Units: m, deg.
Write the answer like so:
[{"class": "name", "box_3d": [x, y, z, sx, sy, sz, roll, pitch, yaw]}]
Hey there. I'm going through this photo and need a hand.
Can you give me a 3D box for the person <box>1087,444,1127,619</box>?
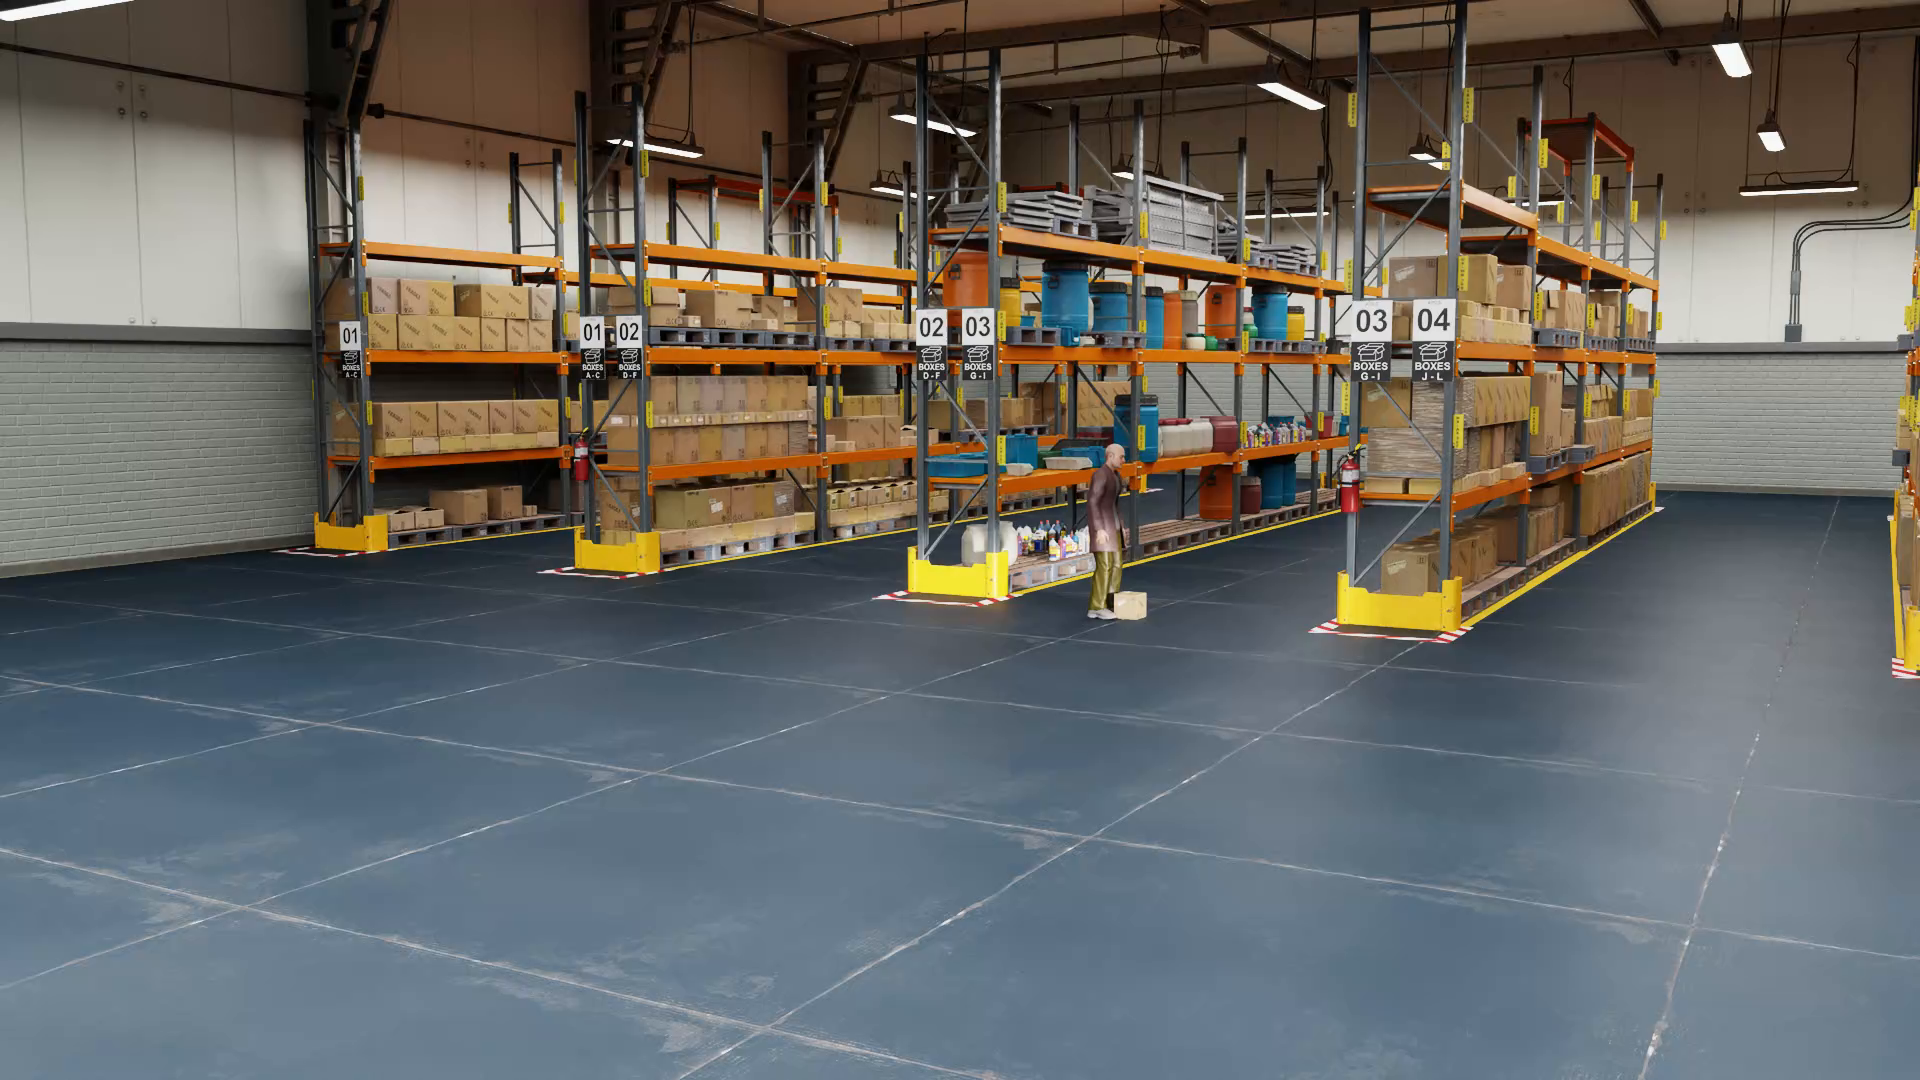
[{"class": "person", "box_3d": [1.522, -0.100, 17.051, 0.419, 1.774, 0.647, 3, 7, 28]}]
